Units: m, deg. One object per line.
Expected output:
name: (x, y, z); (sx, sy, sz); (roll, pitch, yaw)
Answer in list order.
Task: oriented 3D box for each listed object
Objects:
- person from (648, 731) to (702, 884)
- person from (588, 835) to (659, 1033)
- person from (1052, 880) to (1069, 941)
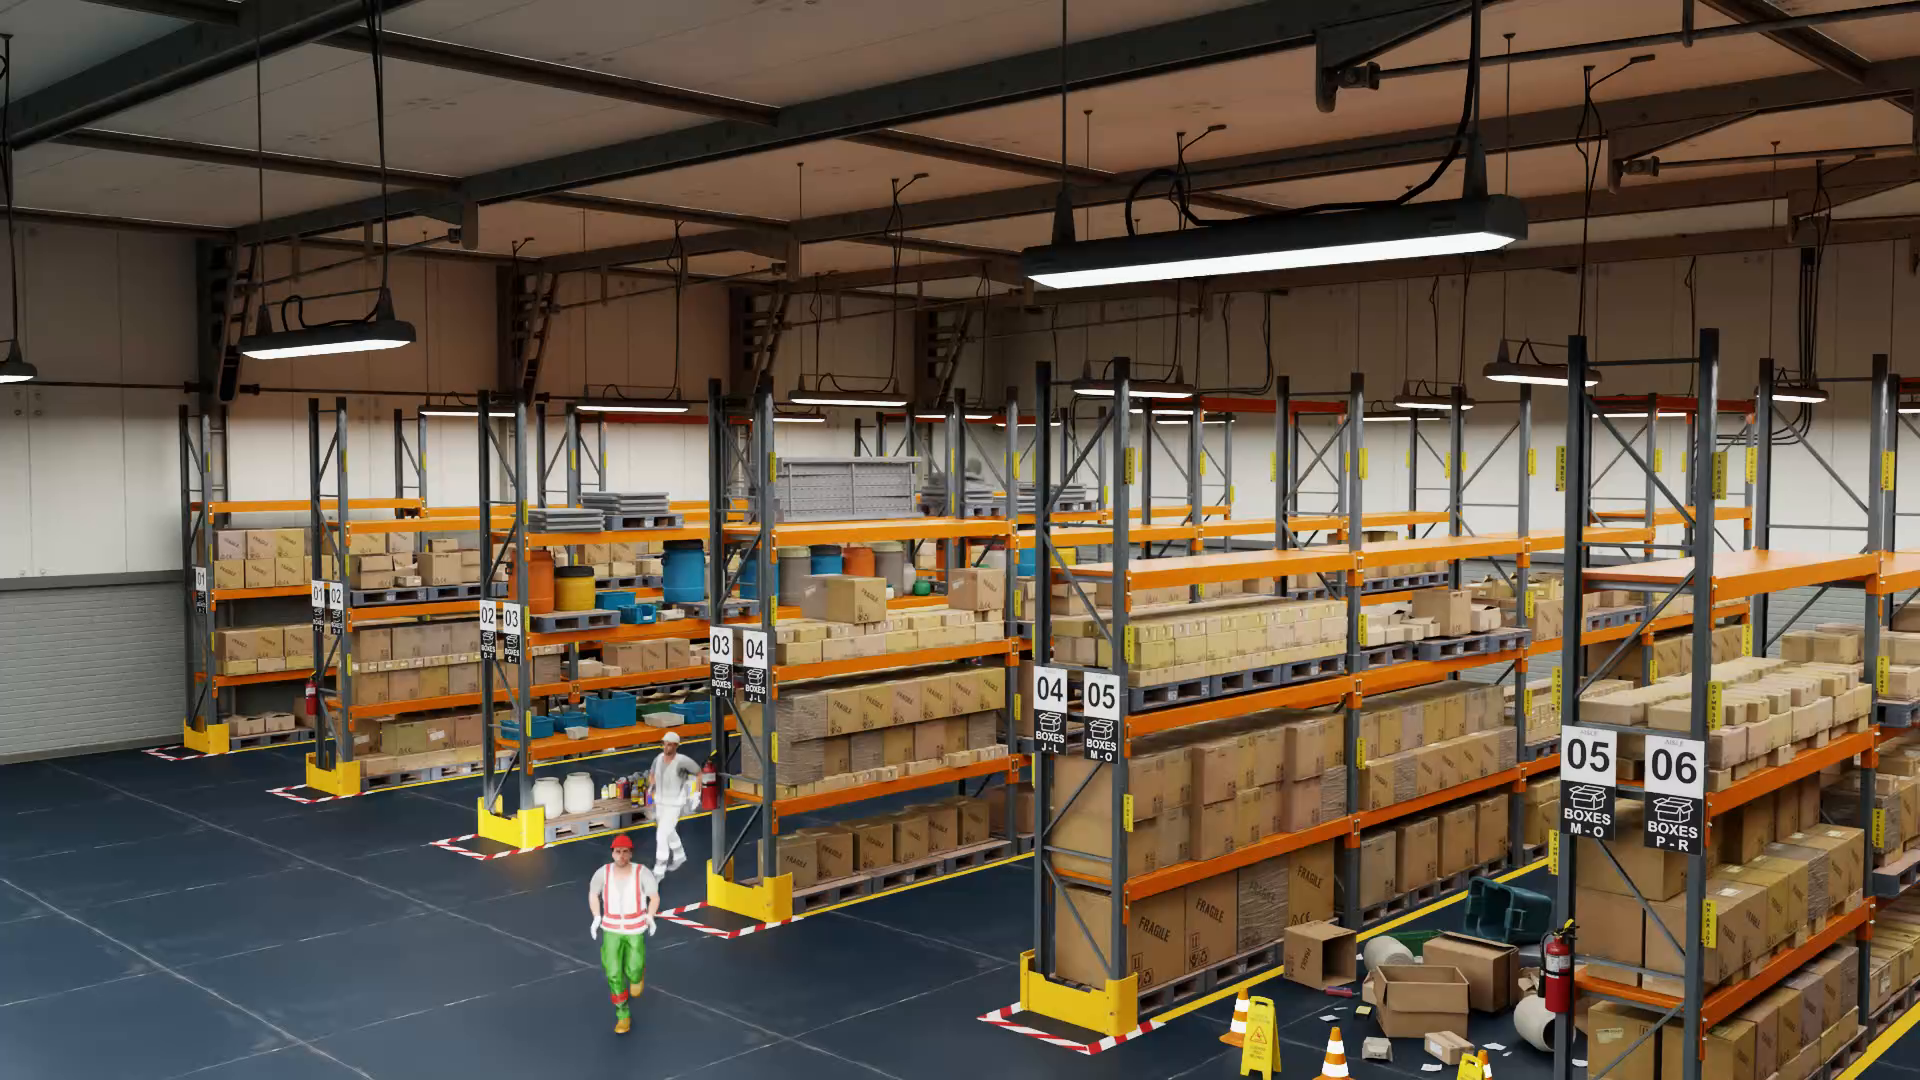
person: (-3.464, 3.219, 20.054); (0.699, 1.847, 0.817); (2, 4, 33)
person: (-3.041, 3.503, 15.061); (0.638, 1.737, 0.759); (0, 3, -5)
person: (1.391, 3.432, 17.859); (0.505, 1.618, 0.983); (3, 4, 41)
